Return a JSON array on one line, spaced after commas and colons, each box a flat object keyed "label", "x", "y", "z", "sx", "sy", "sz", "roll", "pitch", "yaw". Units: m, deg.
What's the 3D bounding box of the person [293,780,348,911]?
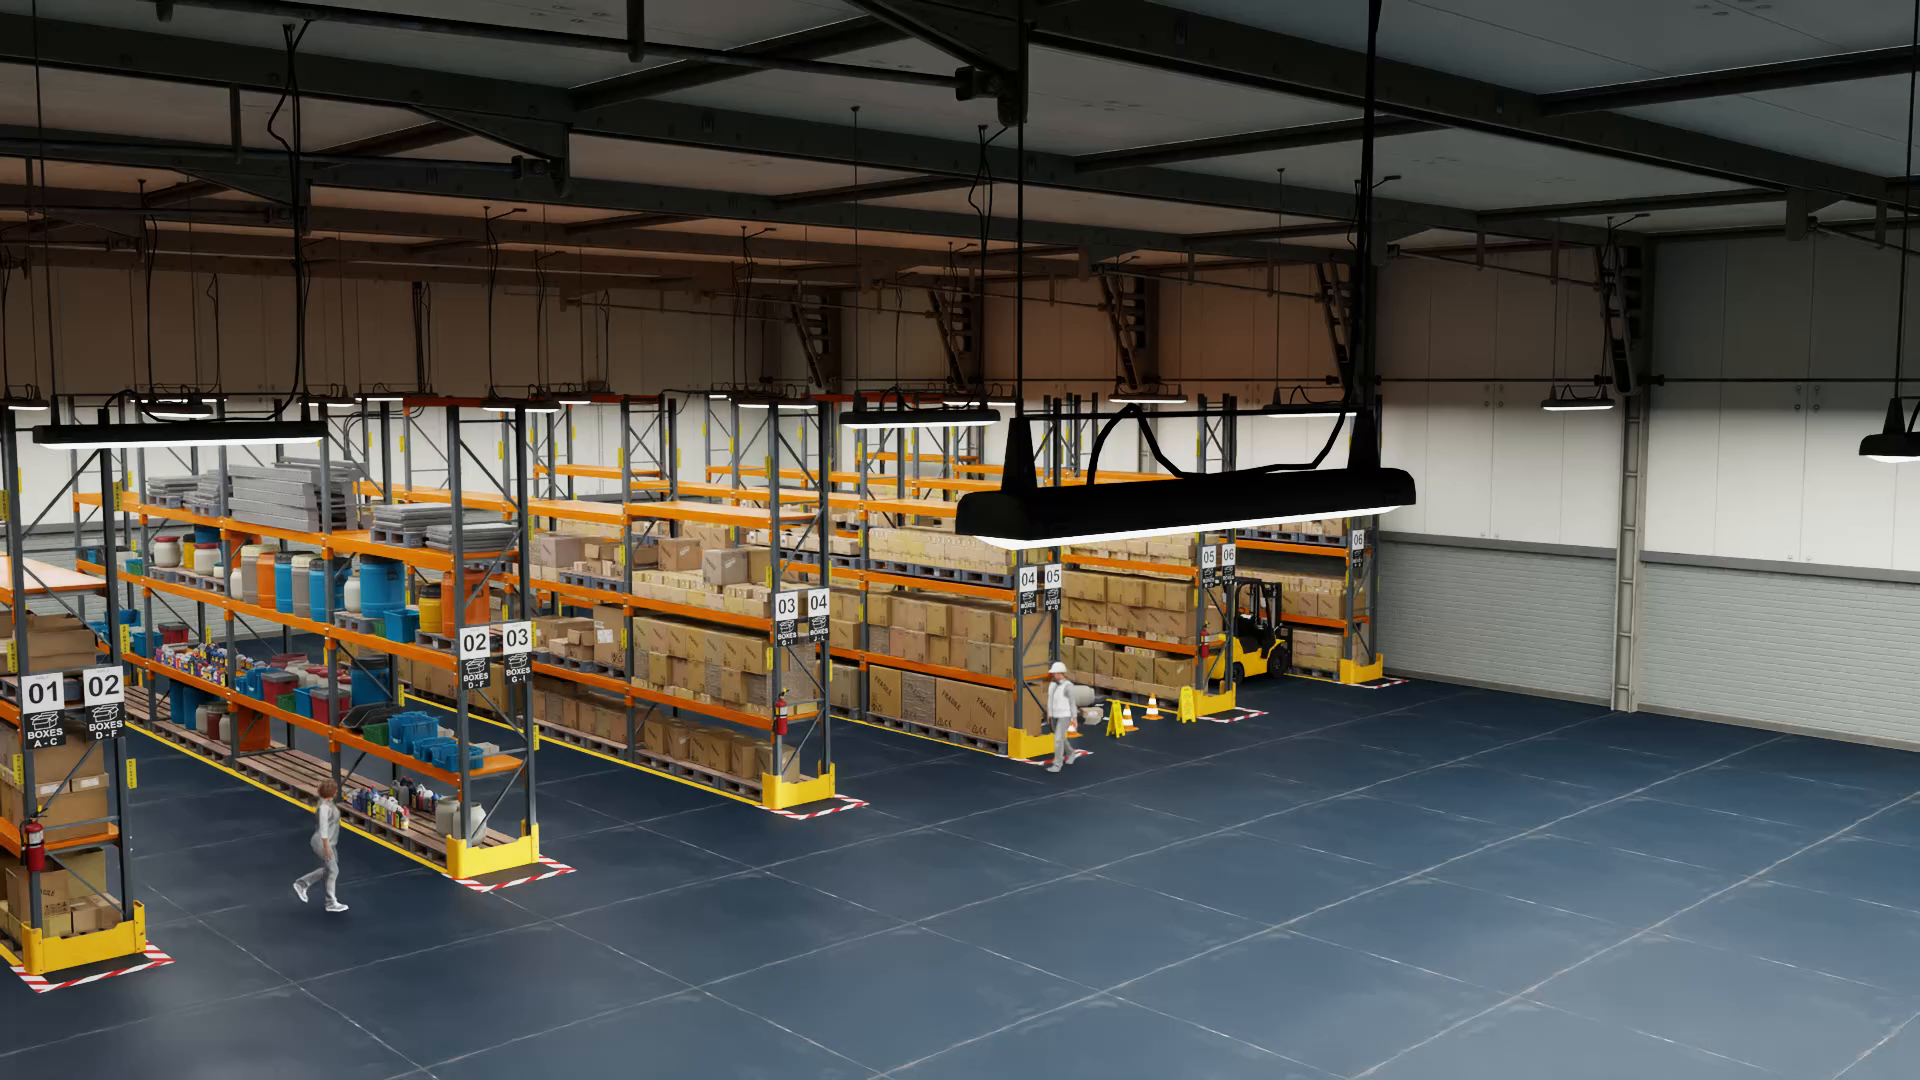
[{"label": "person", "x": -7.621, "y": 3.623, "z": 19.768, "sx": 0.666, "sy": 1.573, "sz": 0.411, "roll": 0, "pitch": 6, "yaw": -4}]

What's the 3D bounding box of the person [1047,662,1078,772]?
[{"label": "person", "x": 1.646, "y": 2.855, "z": 27.032, "sx": 0.843, "sy": 1.755, "sz": 0.590, "roll": -4, "pitch": 7, "yaw": -36}]
